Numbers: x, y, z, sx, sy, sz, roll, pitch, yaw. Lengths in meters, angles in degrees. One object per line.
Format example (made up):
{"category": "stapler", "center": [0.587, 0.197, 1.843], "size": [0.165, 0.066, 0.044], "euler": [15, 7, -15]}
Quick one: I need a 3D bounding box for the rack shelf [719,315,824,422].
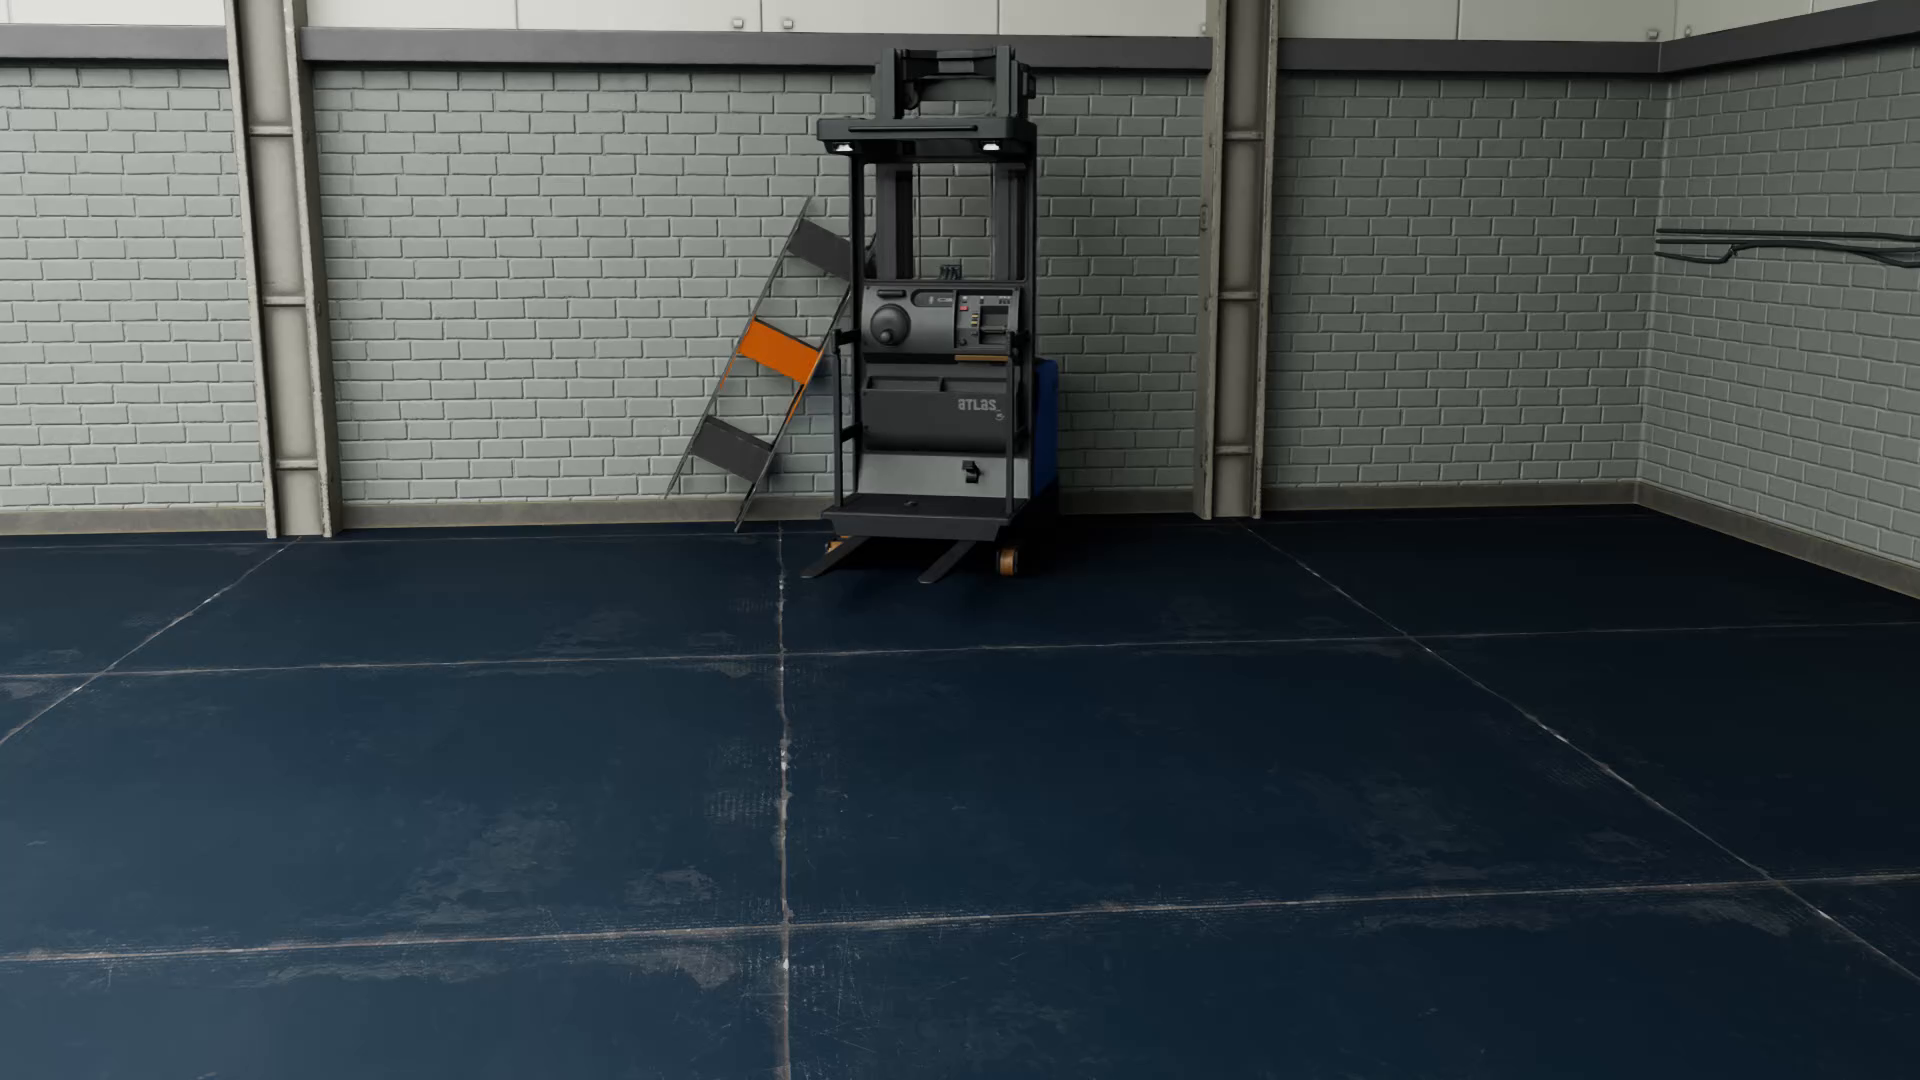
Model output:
{"category": "rack shelf", "center": [-1.203, -1.108, 10.601], "size": [0.480, 0.518, 0.431], "euler": [26, 7, -11]}

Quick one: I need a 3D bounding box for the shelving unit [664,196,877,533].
{"category": "shelving unit", "center": [-1.196, -1.120, 10.600], "size": [0.503, 2.100, 0.431], "euler": [26, 7, -11]}

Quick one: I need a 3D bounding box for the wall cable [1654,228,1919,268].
{"category": "wall cable", "center": [4.872, -2.870, 9.688], "size": [0.112, 2.526, 3.097], "euler": [-1, 11, -6]}

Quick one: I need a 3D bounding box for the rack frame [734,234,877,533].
{"category": "rack frame", "center": [-0.981, -1.016, 10.646], "size": [0.015, 2.100, 0.400], "euler": [26, 7, -11]}

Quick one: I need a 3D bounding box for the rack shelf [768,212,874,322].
{"category": "rack shelf", "center": [-0.888, -1.728, 10.522], "size": [0.480, 0.518, 0.431], "euler": [26, 7, -11]}

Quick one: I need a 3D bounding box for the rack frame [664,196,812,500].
{"category": "rack frame", "center": [-1.412, -1.224, 10.553], "size": [0.015, 2.100, 0.400], "euler": [26, 7, -11]}

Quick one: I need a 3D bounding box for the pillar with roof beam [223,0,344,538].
{"category": "pillar with roof beam", "center": [-3.700, -3.635, 5.531], "size": [0.400, 9.000, 9.100], "euler": [-1, 11, -6]}

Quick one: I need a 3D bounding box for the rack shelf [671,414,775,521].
{"category": "rack shelf", "center": [-1.517, -0.488, 10.680], "size": [0.480, 0.518, 0.431], "euler": [26, 7, -11]}

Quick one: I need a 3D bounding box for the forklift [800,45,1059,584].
{"category": "forklift", "center": [-0.153, -1.309, 9.427], "size": [1.130, 2.935, 3.031], "euler": [2, 11, 12]}

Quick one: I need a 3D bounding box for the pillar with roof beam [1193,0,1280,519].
{"category": "pillar with roof beam", "center": [2.265, -3.760, 6.167], "size": [0.400, 9.000, 9.100], "euler": [-1, 11, -6]}
